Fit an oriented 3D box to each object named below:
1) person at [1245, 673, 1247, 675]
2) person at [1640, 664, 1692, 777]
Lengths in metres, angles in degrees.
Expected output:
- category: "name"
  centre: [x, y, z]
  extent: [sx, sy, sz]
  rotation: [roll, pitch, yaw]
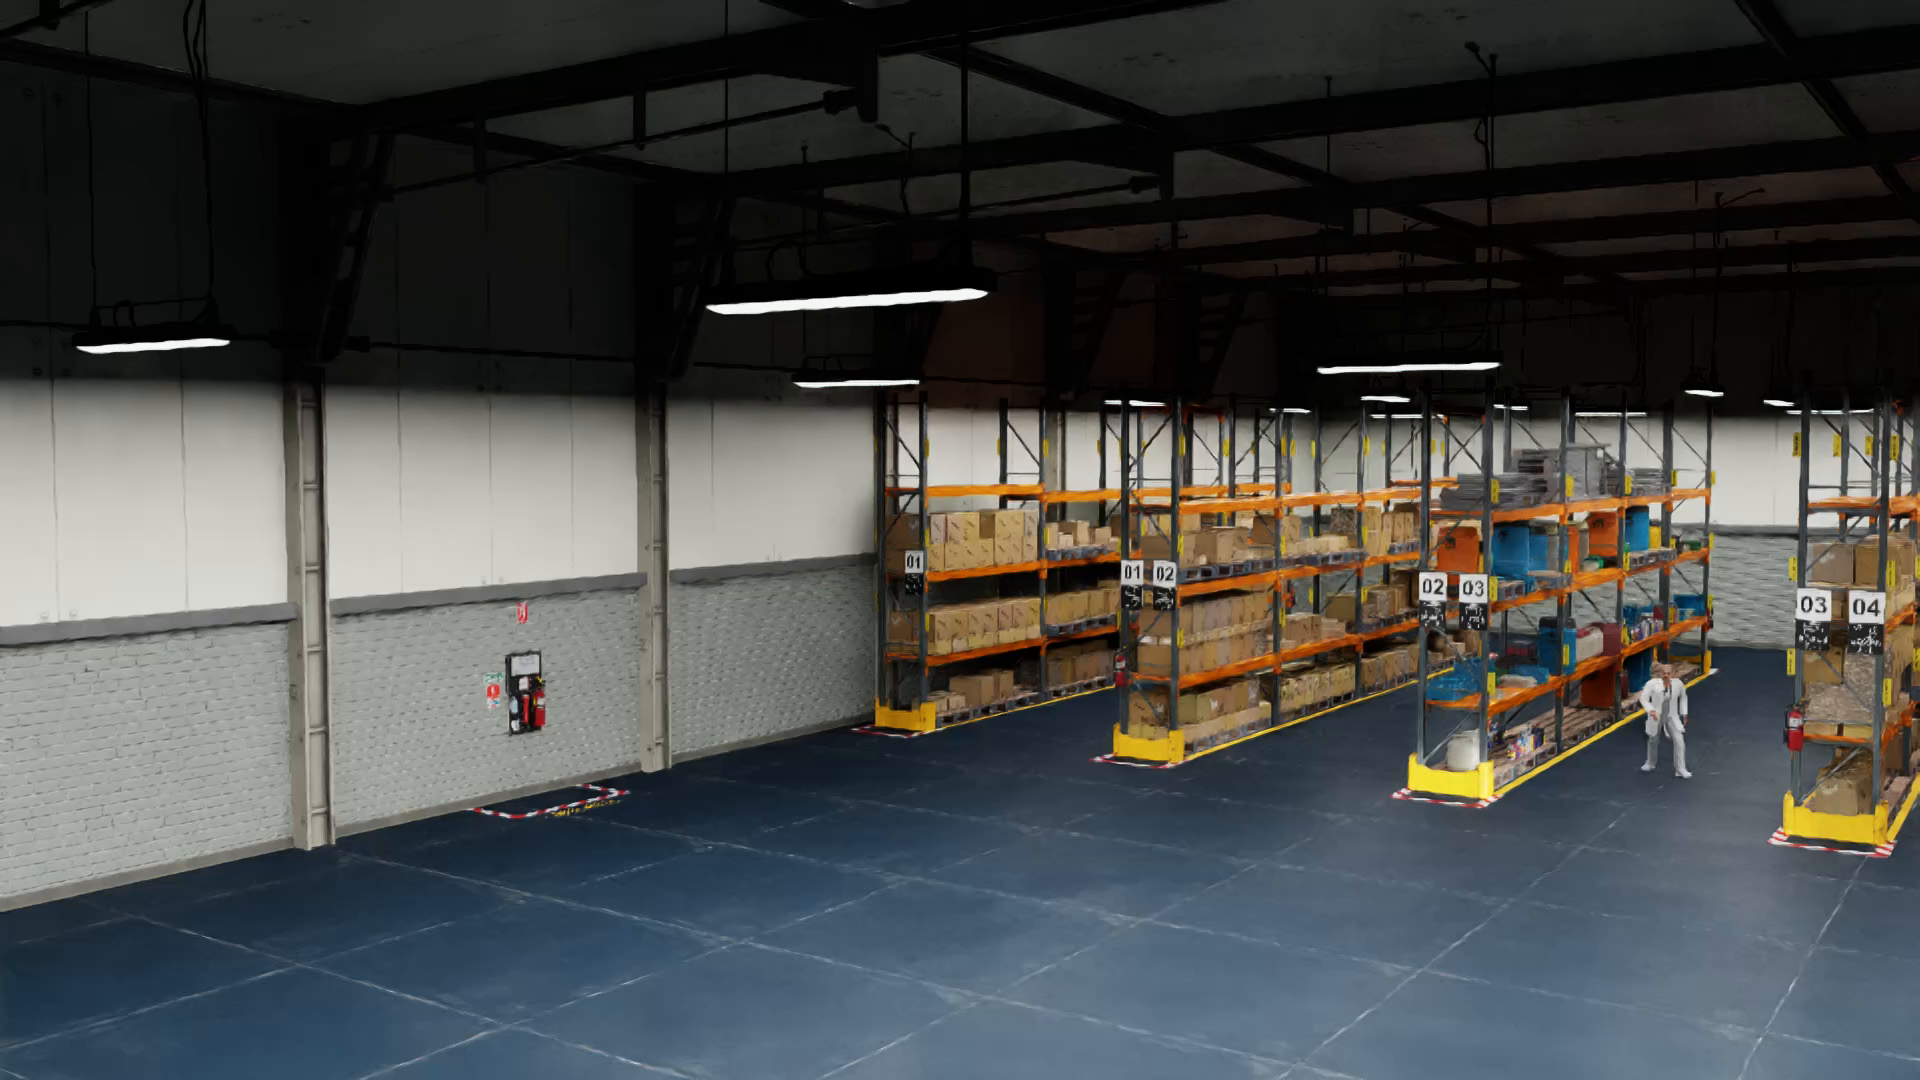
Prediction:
- category: "person"
  centre: [6.007, 2.096, 36.043]
  extent: [0.466, 1.777, 0.595]
  rotation: [1, 3, 10]
- category: "person"
  centre: [10.769, 2.775, 25.403]
  extent: [0.735, 1.617, 0.896]
  rotation: [1, 3, 18]
